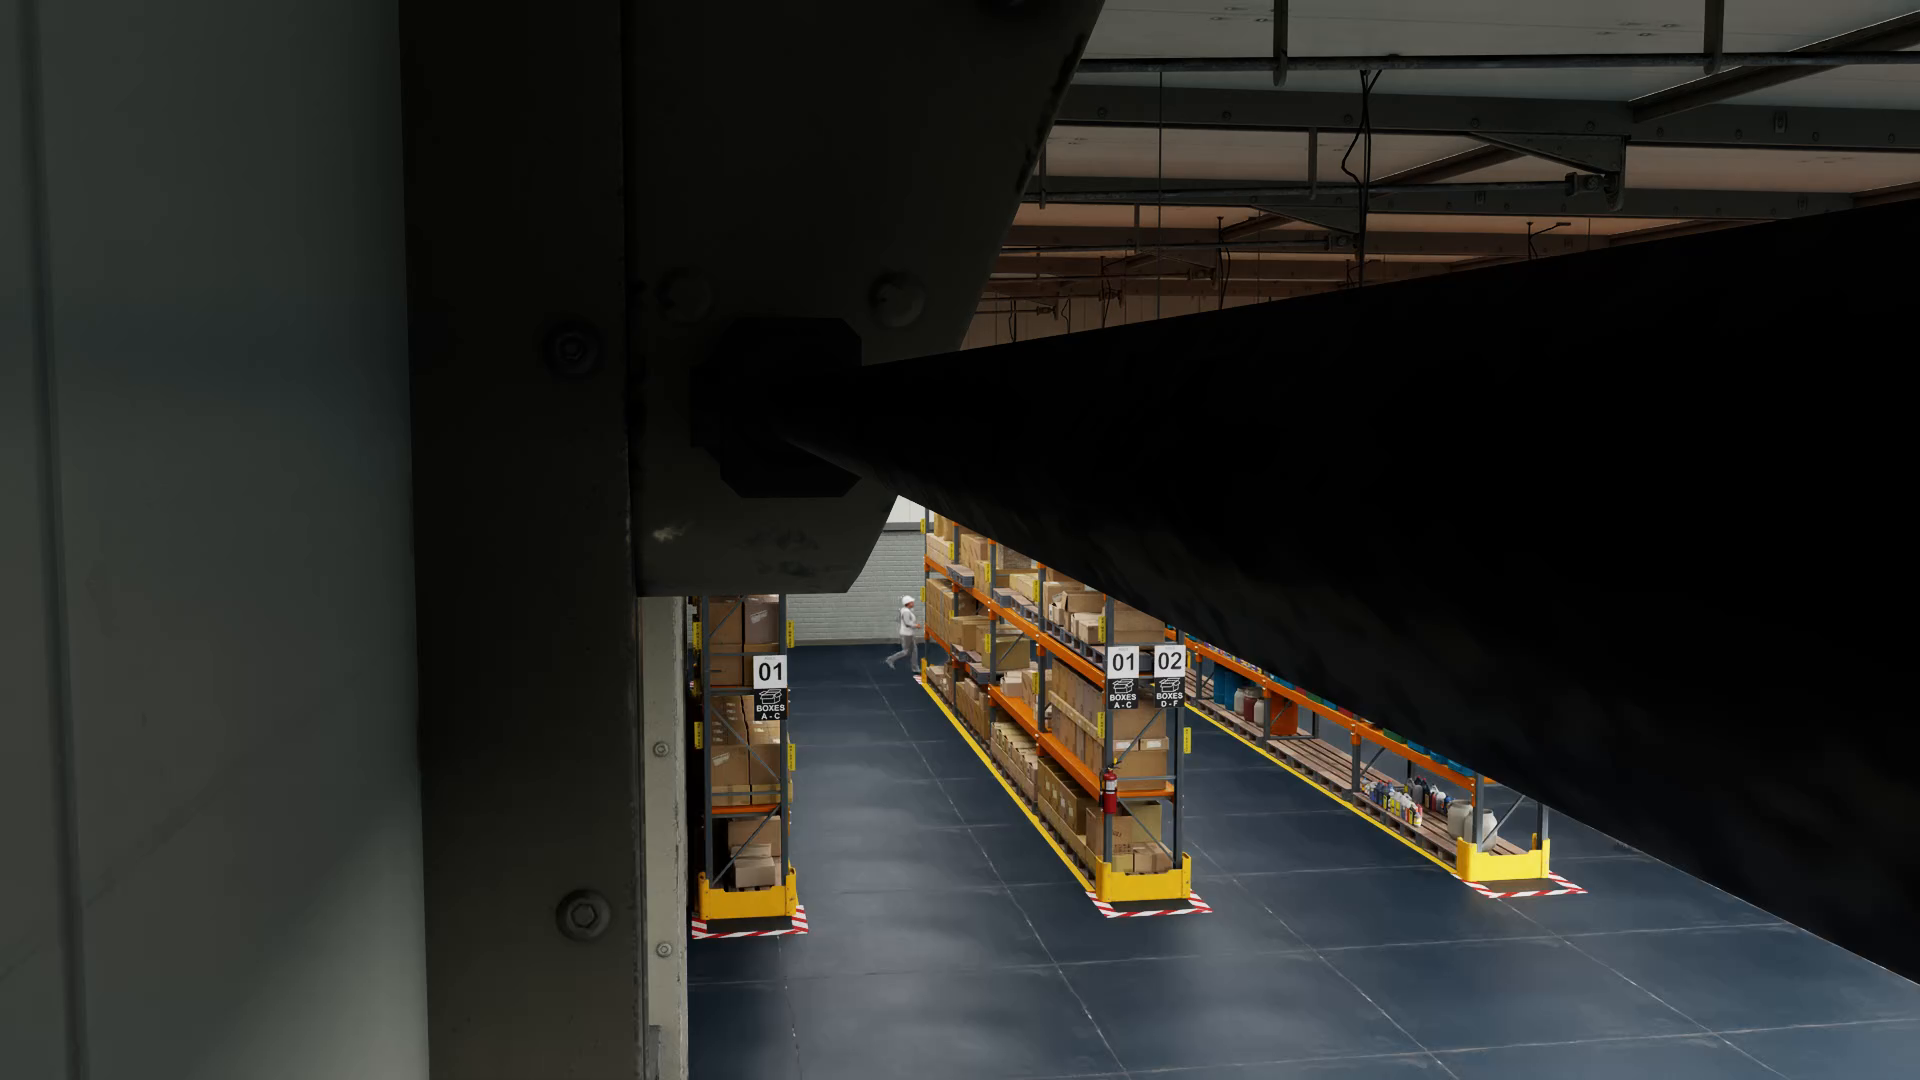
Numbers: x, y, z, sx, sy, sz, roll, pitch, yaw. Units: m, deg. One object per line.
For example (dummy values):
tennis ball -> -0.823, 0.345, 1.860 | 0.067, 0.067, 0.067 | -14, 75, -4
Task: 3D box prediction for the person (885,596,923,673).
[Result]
person -> -1.241, 2.149, 37.648 | 0.912, 1.778, 0.670 | 0, 5, -5
